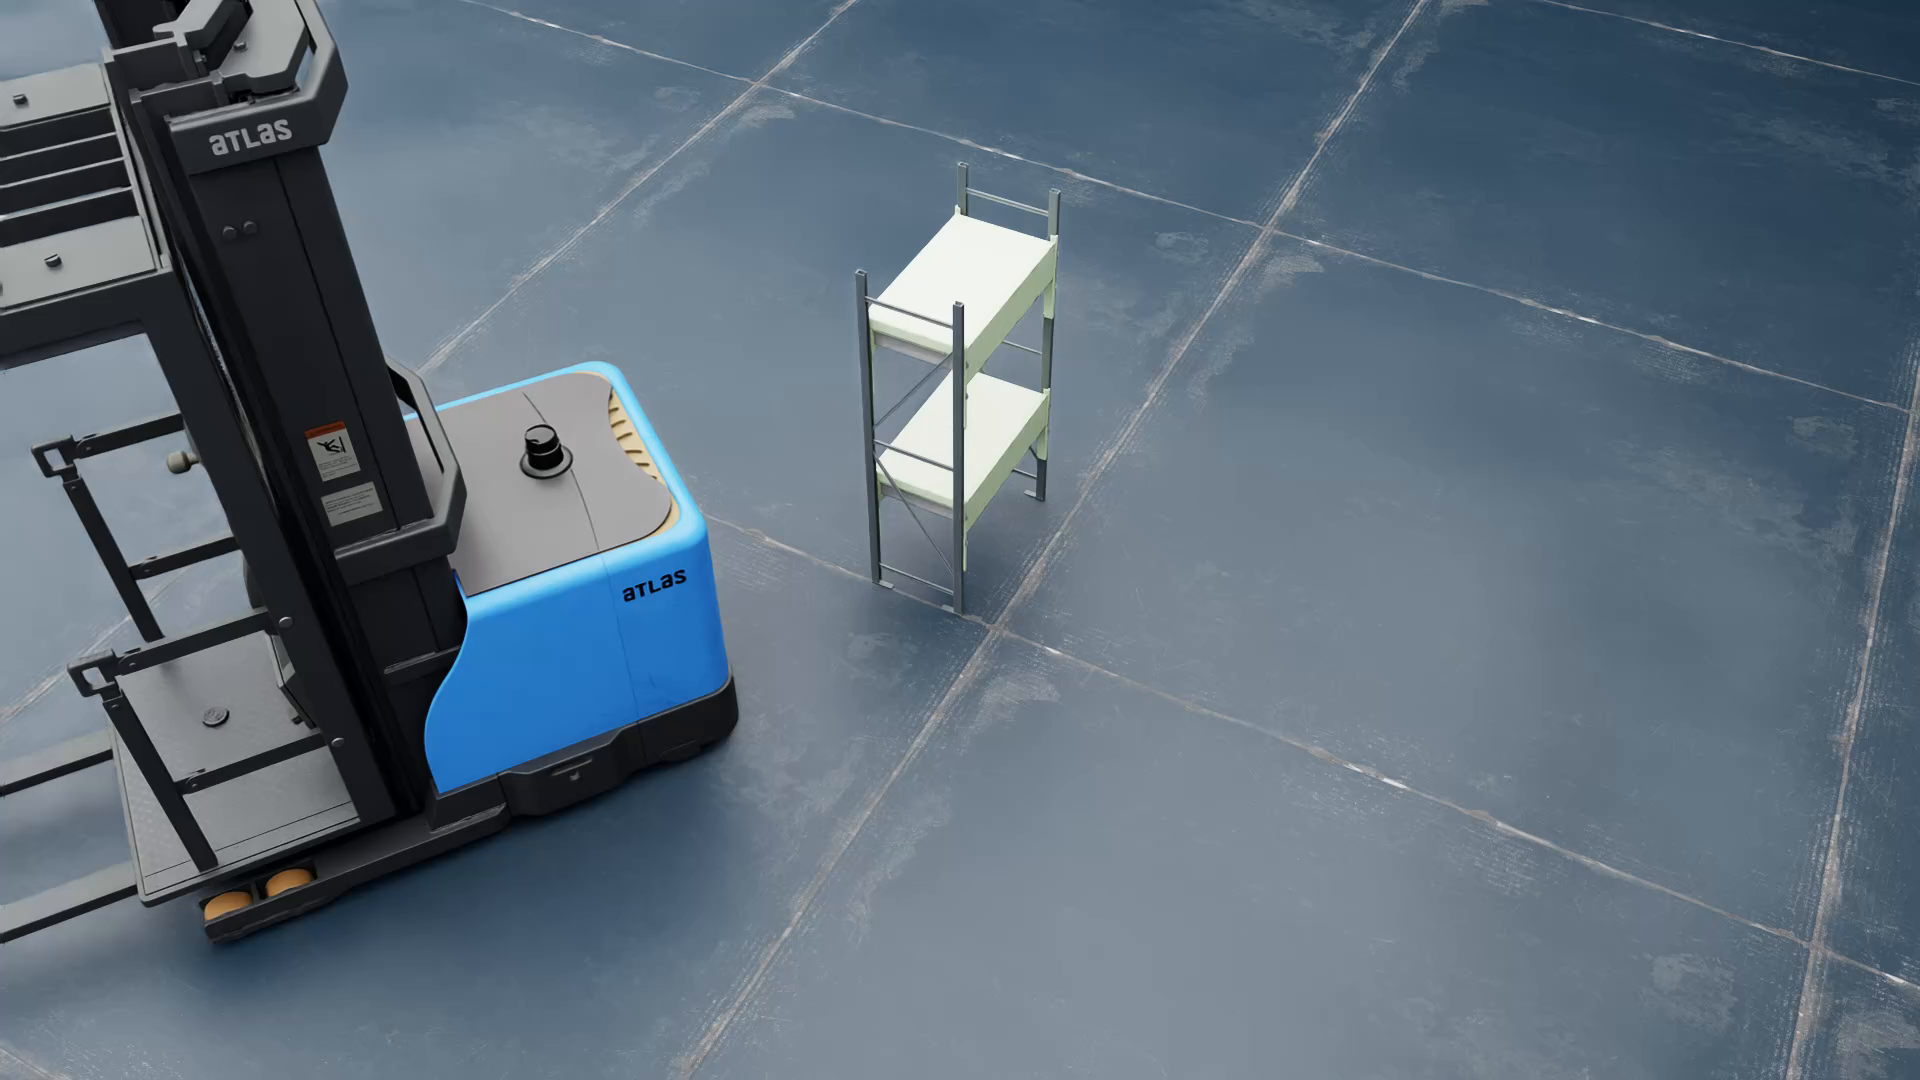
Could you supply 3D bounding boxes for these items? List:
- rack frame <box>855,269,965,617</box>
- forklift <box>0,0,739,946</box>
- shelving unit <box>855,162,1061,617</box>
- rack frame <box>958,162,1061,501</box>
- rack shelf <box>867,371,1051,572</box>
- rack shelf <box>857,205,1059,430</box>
[{"bbox_3d":[-0.167,-0.301,5.993,0.400,1.500,0.023,20,49,19],"label":"rack frame"},{"bbox_3d":[-2.351,-0.153,4.840,3.031,2.935,1.130,-20,49,-18],"label":"forklift"},{"bbox_3d":[0.003,-0.531,6.221,0.431,1.500,0.755,20,49,19],"label":"shelving unit"},{"bbox_3d":[0.173,-0.762,6.449,0.400,1.500,0.023,20,49,19],"label":"rack frame"},{"bbox_3d":[0.003,-0.302,6.453,0.431,0.370,0.720,20,49,19],"label":"rack shelf"},{"bbox_3d":[0.003,-0.806,5.943,0.431,0.370,0.720,20,49,19],"label":"rack shelf"}]
